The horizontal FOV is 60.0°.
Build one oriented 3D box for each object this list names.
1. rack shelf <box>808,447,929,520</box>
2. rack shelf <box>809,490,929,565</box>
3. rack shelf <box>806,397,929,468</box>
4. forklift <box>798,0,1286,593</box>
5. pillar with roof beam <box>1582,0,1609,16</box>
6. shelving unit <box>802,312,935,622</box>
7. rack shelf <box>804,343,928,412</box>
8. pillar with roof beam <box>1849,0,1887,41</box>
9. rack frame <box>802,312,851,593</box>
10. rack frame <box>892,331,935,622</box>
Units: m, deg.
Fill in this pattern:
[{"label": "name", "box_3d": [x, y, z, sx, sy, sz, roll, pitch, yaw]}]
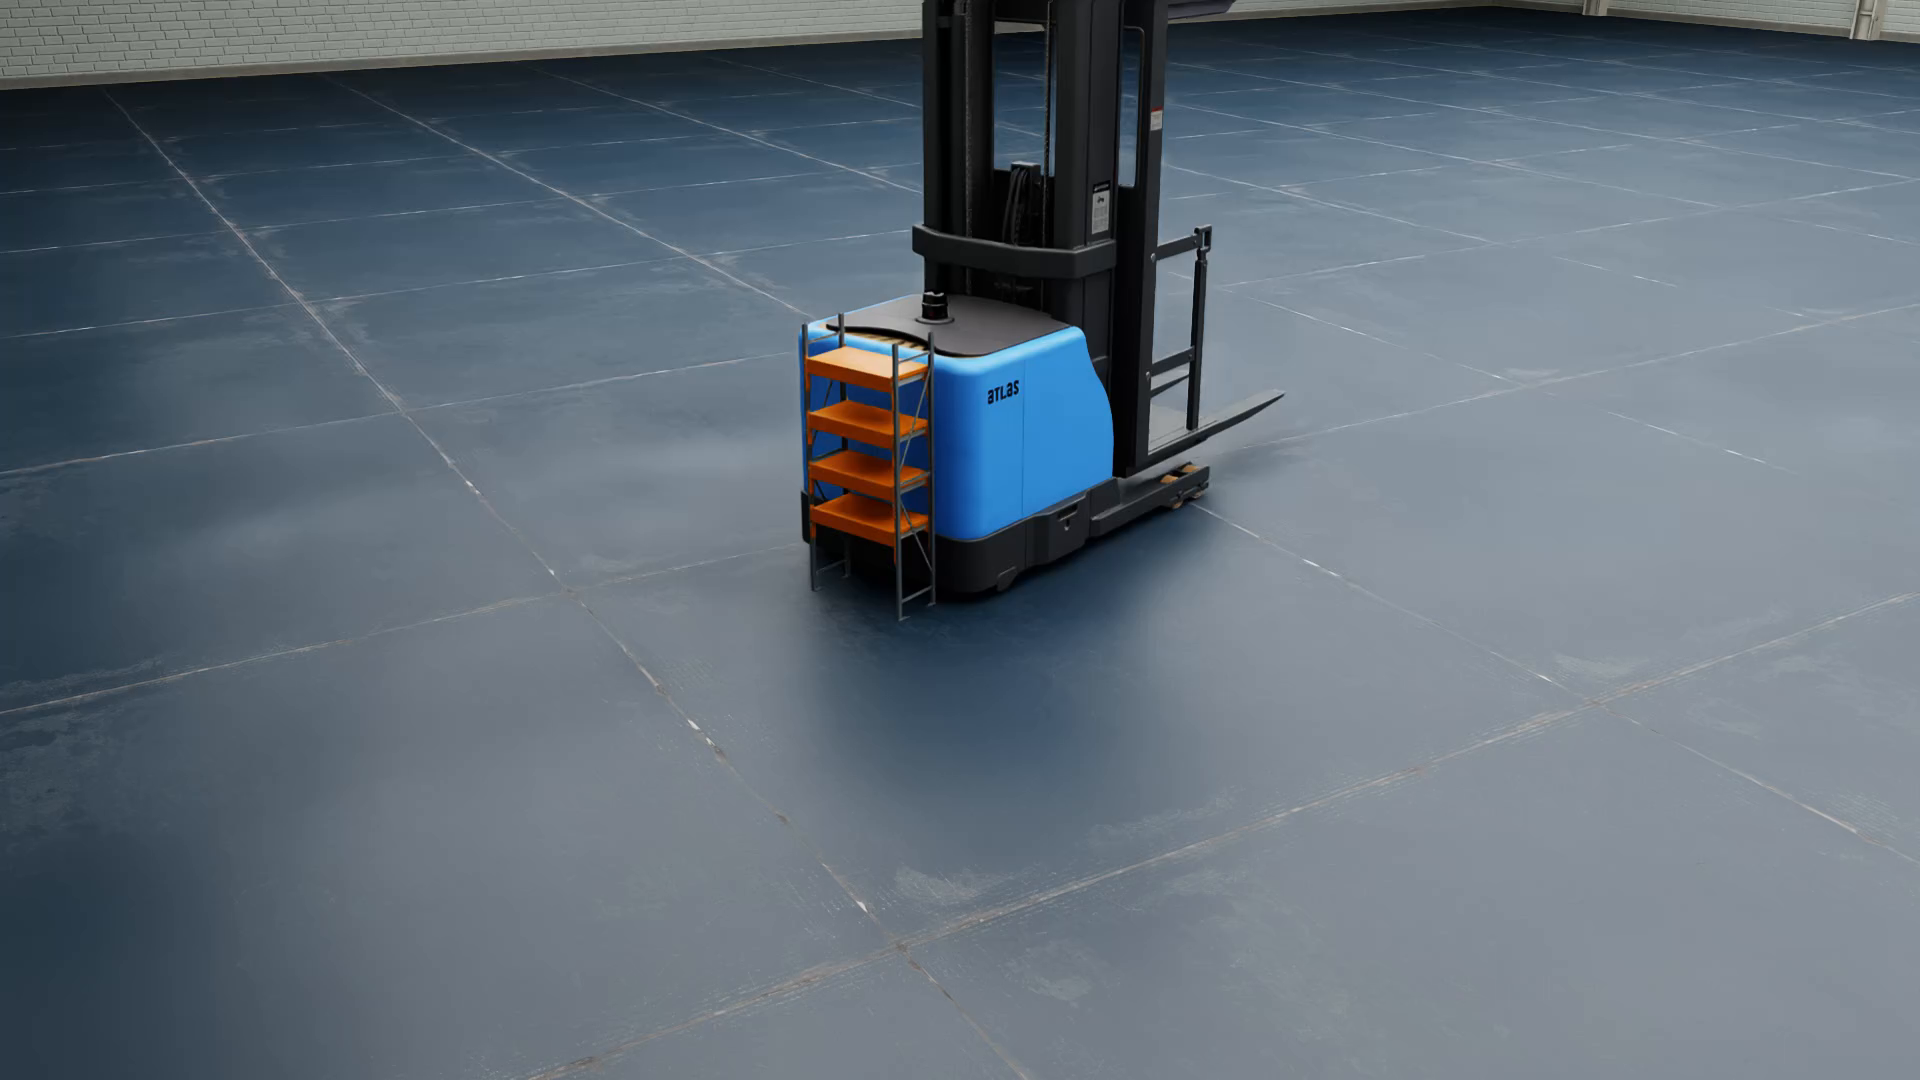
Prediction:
[{"label": "rack shelf", "box_3d": [-0.377, -0.243, 6.995, 0.480, 0.148, 0.258, 17, 28, 35]}, {"label": "rack shelf", "box_3d": [-0.377, -0.059, 7.069, 0.480, 0.148, 0.258, 17, 28, 35]}, {"label": "rack shelf", "box_3d": [-0.377, -0.450, 6.910, 0.480, 0.148, 0.258, 17, 28, 35]}, {"label": "forklift", "box_3d": [0.596, -1.615, 7.891, 1.130, 2.935, 3.031, 17, 28, 36]}, {"label": "pillar with roof beam", "box_3d": [9.633, -14.364, 31.199, 9.100, 9.000, 0.400, -13, 25, -28]}, {"label": "shelving unit", "box_3d": [-0.377, -0.305, 6.969, 0.503, 1.200, 0.258, 17, 28, 35]}, {"label": "rack shelf", "box_3d": [-0.377, -0.669, 6.821, 0.480, 0.148, 0.258, 17, 28, 35]}, {"label": "pillar with roof beam", "box_3d": [12.698, -12.422, 26.421, 9.100, 9.000, 0.400, -13, 25, -28]}, {"label": "rack frame", "box_3d": [-0.567, -0.363, 7.111, 0.015, 1.200, 0.240, 17, 28, 35]}, {"label": "rack frame", "box_3d": [-0.186, -0.248, 6.828, 0.015, 1.200, 0.240, 17, 28, 35]}]
